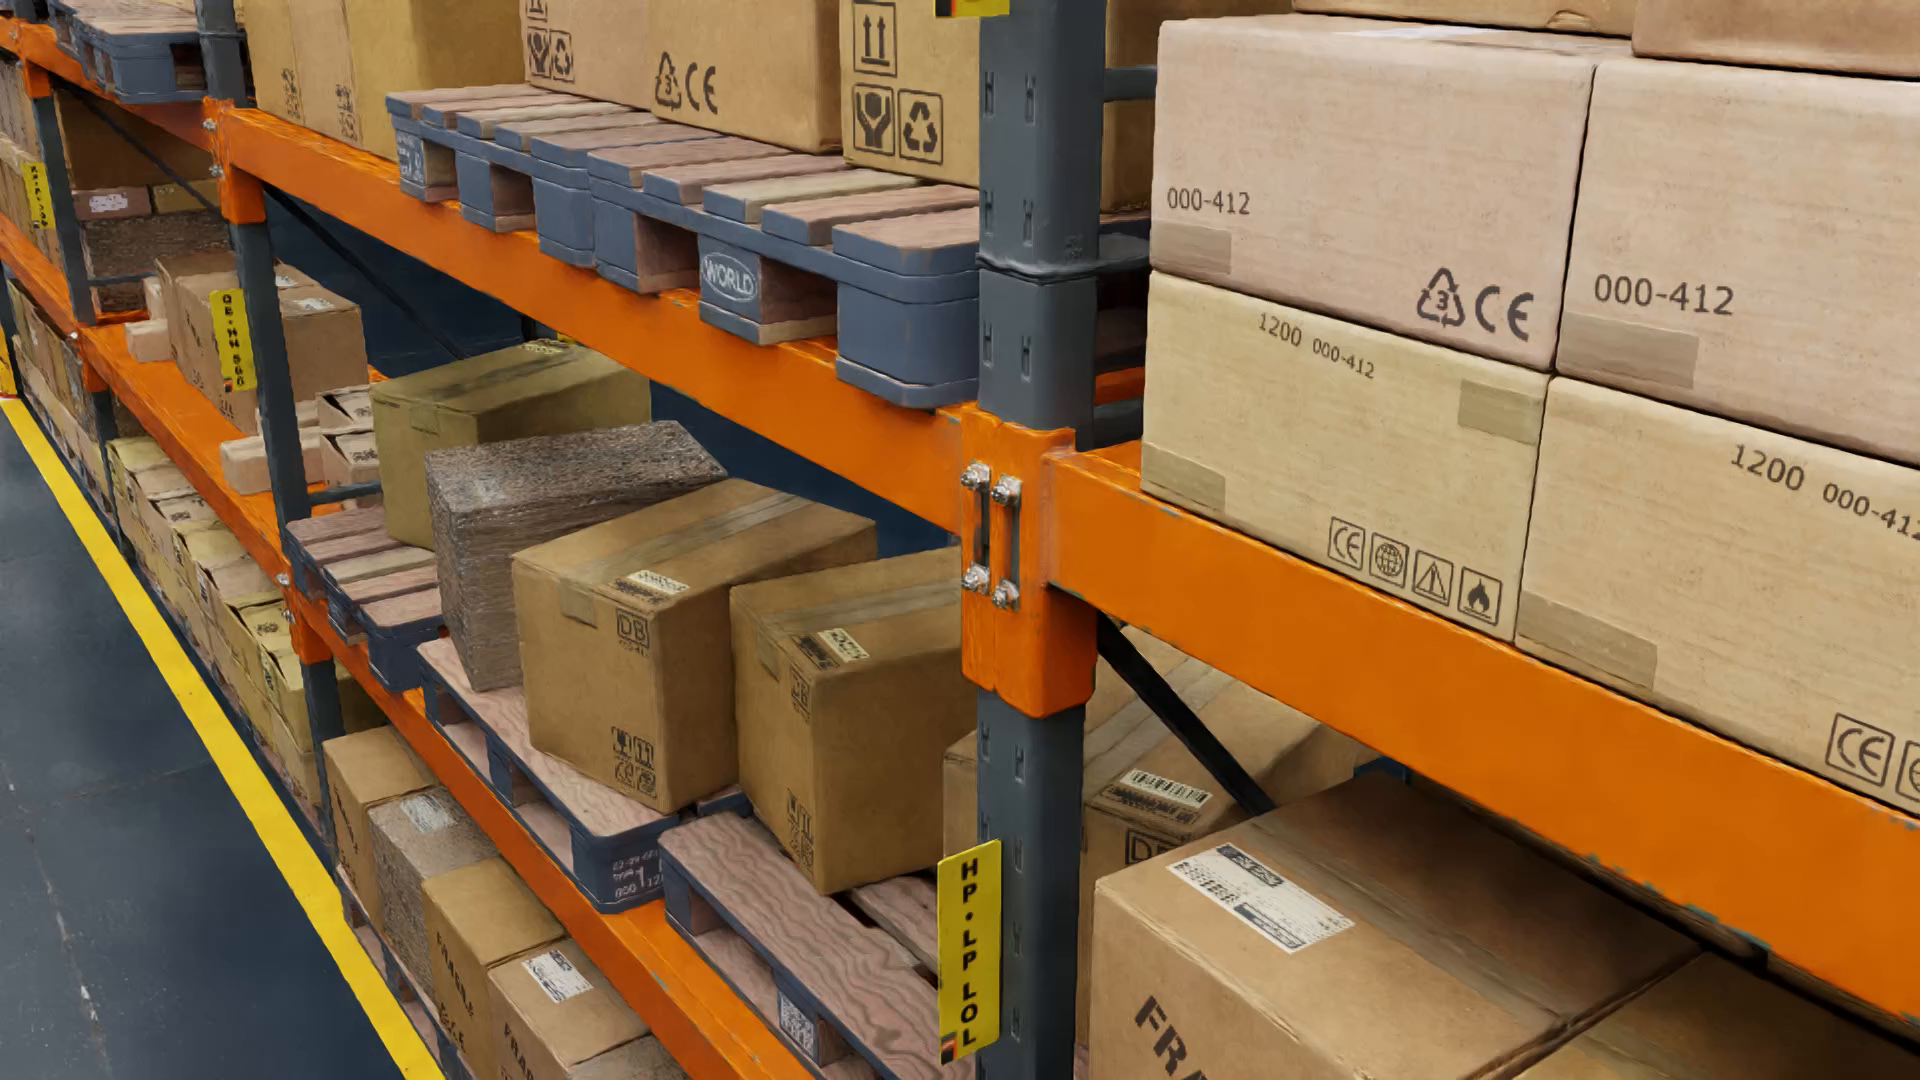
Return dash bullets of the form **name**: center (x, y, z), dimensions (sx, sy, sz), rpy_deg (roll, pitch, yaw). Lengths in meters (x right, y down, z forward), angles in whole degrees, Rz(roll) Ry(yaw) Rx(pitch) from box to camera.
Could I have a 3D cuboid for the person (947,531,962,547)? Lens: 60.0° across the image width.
- **person**: center (0.151, -0.062, 7.203), dimensions (0.611, 1.664, 0.678), rpy_deg (-20, 29, -40)
